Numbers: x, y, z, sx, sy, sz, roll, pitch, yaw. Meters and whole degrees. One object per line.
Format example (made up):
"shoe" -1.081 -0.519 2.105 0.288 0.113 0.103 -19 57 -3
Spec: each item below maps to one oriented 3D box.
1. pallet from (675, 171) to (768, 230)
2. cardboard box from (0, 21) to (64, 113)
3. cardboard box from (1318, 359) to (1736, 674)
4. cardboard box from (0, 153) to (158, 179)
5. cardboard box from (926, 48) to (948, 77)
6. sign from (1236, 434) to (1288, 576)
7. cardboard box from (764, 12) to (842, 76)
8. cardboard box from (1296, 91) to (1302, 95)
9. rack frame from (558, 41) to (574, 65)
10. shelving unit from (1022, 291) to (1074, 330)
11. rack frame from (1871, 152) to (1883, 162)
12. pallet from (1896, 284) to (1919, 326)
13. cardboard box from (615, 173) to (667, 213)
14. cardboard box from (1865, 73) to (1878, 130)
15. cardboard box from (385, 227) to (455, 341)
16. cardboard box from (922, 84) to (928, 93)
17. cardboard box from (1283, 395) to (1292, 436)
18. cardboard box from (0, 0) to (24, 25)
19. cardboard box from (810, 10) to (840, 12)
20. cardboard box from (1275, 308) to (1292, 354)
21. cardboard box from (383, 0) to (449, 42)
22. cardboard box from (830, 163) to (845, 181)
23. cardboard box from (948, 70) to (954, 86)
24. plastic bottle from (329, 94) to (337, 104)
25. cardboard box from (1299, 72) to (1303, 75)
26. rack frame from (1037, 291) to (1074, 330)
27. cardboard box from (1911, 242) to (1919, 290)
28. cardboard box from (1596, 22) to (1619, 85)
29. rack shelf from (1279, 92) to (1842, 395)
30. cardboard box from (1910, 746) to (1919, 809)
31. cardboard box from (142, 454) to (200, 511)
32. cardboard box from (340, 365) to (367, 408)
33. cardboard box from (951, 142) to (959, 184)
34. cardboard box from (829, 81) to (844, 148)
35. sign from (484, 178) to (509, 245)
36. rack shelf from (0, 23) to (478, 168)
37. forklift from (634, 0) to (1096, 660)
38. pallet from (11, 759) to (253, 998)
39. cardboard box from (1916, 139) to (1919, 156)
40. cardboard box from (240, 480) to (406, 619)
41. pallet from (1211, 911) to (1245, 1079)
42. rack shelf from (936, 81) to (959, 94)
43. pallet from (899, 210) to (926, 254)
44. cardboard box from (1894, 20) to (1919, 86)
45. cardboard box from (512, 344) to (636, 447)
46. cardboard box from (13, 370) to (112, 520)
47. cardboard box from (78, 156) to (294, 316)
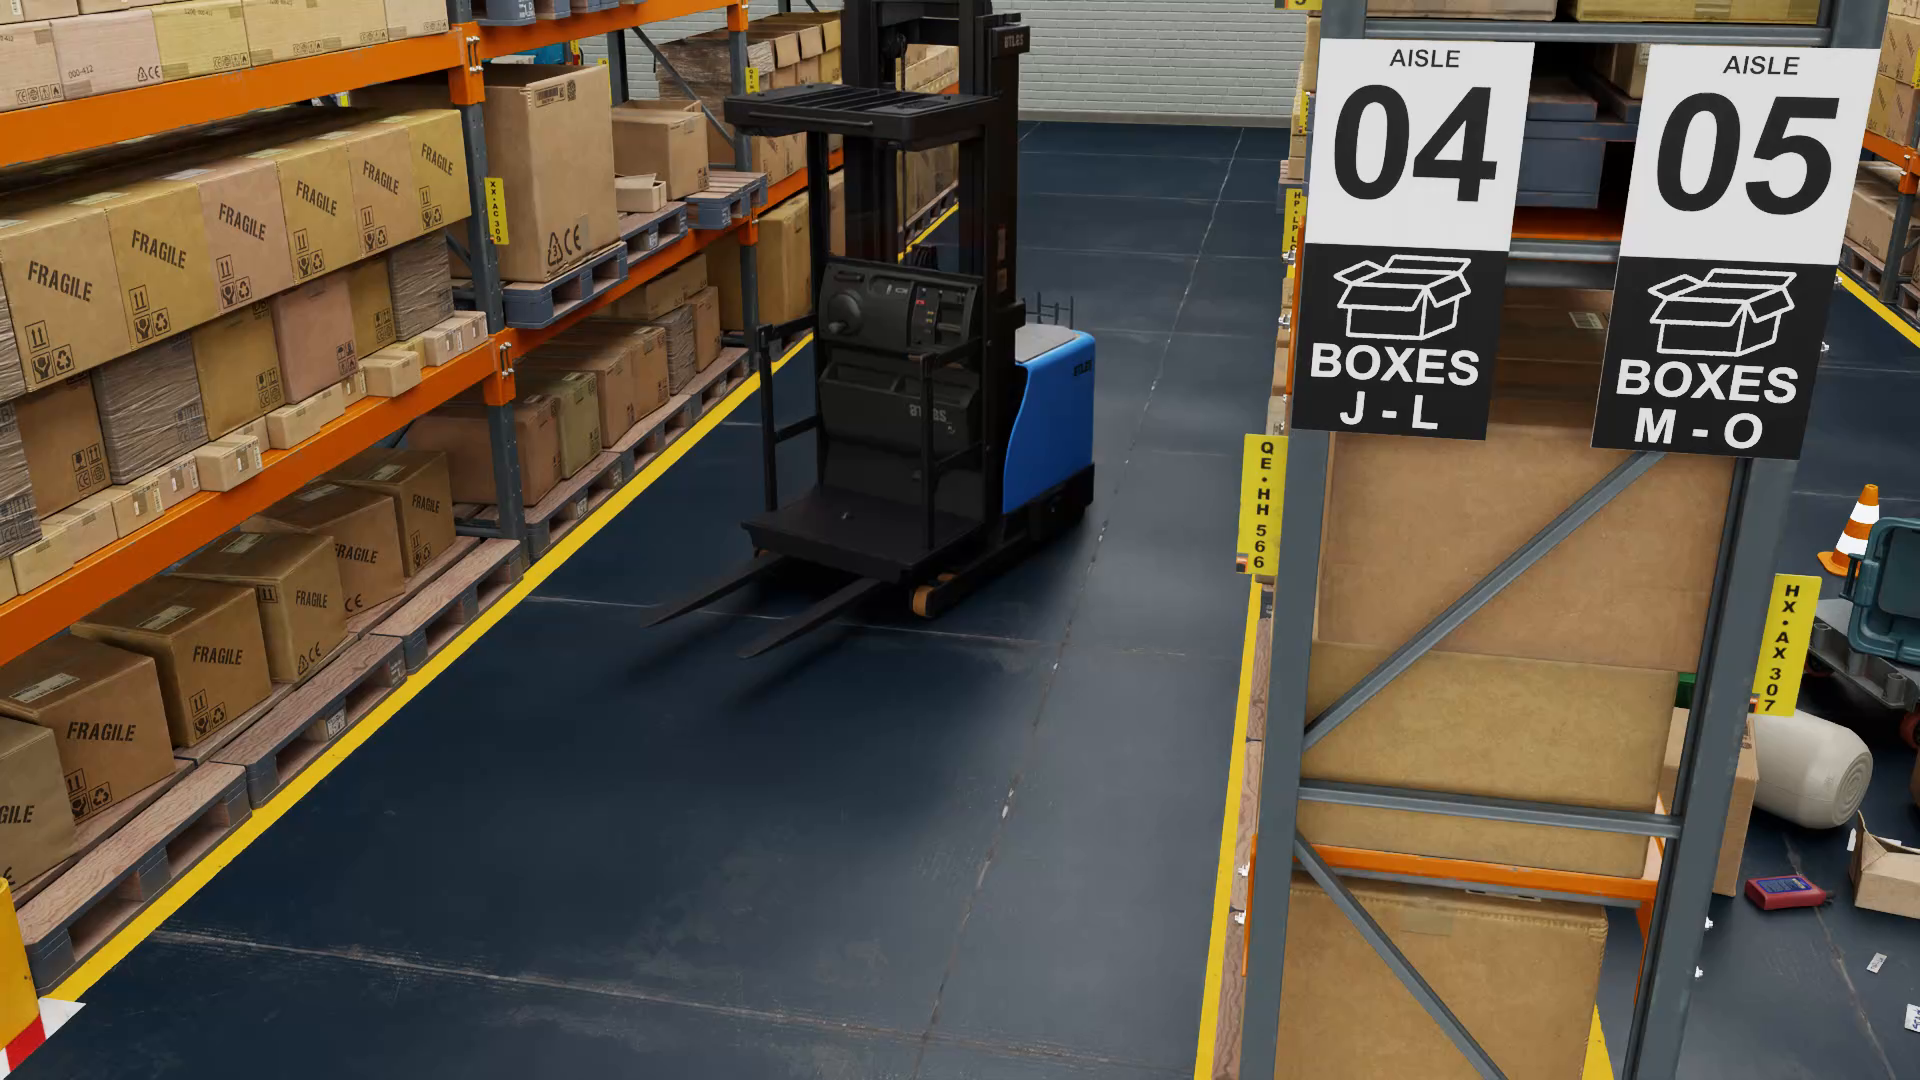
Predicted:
"pallet" -2.048 -2.365 11.466 1.213 0.211 1.003 4 22 11
"cardboard box" -3.189 -1.464 5.159 0.500 0.250 0.500 4 22 10
"cardboard box" 1.309 -0.085 3.902 0.875 0.550 0.550 4 22 11
"cardboard box" -3.458 -1.213 6.479 0.500 0.500 0.500 4 22 11
"cardboard box" -0.421 -5.147 17.922 0.500 0.250 0.500 4 22 9
"sign" 0.667 -0.075 3.657 0.100 0.325 0.005 4 22 11
"cardboard box" -1.313 -4.463 14.942 0.797 0.503 0.637 4 22 10
"cardboard box" 2.692 -3.249 12.383 0.380 0.149 0.250 4 22 11
"rack frame" -5.223 -6.026 20.300 1.000 3.000 0.127 4 22 11
"shelving unit" 0.510 -0.852 9.864 0.258 1.200 0.189 13 25 30
"rack frame" 9.327 -4.893 17.487 1.000 3.000 0.127 4 22 11
"pallet" 8.427 -1.848 13.660 1.003 0.211 1.213 4 22 11
"cardboard box" -2.083 -2.224 10.479 0.396 0.266 0.258 4 22 9
"cardboard box" 8.543 -4.039 15.233 0.500 0.500 0.500 4 22 10
"cardboard box" -2.976 -1.284 7.994 0.875 0.500 0.500 4 22 11
"cardboard box" -0.541 -4.626 17.160 0.380 0.149 0.250 5 22 12
"cardboard box" 1.633 -0.387 6.098 0.875 0.550 0.550 4 22 11
"cardboard box" -3.153 -1.670 5.136 0.380 0.149 0.250 5 23 13
"cardboard box" -1.253 -4.973 16.485 0.500 0.500 0.500 5 22 11
"cardboard box" 2.440 -0.923 10.079 1.050 0.750 0.750 5 22 12
"cardboard box" -2.661 -2.395 7.470 0.500 0.250 0.500 5 23 13
"cardboard box" -1.483 -2.832 14.652 1.225 0.875 0.875 4 22 9
"cardboard box" -0.281 -5.098 18.332 0.380 0.149 0.250 5 22 12
"plastic bottle" -5.945 -4.111 15.612 0.144 0.351 0.185 4 22 11
"cardboard box" 2.954 -3.728 13.573 0.380 0.149 0.250 4 22 10
"rack frame" 0.559 -0.881 9.935 0.240 1.200 0.006 13 25 30
"cardboard box" 8.462 -2.406 13.595 0.875 0.875 0.875 5 23 13
"cardboard box" 1.631 -1.092 3.674 0.380 0.149 0.250 5 22 11
"rack shelf" 1.604 -1.171 5.193 1.077 0.370 4.000 4 22 11
"cardboard box" 4.125 0.876 6.323 0.797 0.637 0.503 4 22 11
"cardboard box" -3.099 -0.224 6.230 0.380 0.149 0.250 4 22 11
"cardboard box" -2.872 -0.683 7.370 0.380 0.149 0.250 4 22 11
"cardboard box" -0.427 -4.617 19.085 0.875 0.875 0.875 4 22 11
"cardboard box" -1.227 -3.668 14.311 0.500 0.500 0.500 4 22 10
"sign" -2.291 -1.622 8.208 0.100 0.325 0.005 4 22 11
"rack shelf" -3.231 -1.586 6.223 1.077 0.370 4.000 4 22 11
"forklift" -0.434 -1.166 8.325 1.130 2.935 3.031 13 26 30
"pallet" -3.424 1.175 6.154 1.003 0.211 1.213 4 22 11
"cardboard box" 8.162 -3.219 13.533 0.500 0.250 0.500 4 22 10
"cardboard box" -3.054 0.059 7.977 0.500 0.500 0.500 12 25 28
"pallet" 1.282 1.614 5.064 1.003 0.211 1.213 4 22 11
"rack shelf" -0.783 -4.583 17.681 1.077 0.370 4.000 4 22 11
"pallet" -0.959 -3.164 16.927 1.003 0.211 1.213 4 22 11
"cardboard box" 8.337 -4.134 14.130 0.500 0.500 0.500 4 22 10
"cardboard box" -2.447 -0.905 10.341 0.700 0.500 0.500 3 22 6
"cardboard box" -3.516 -0.372 5.730 0.875 0.500 0.500 4 22 11
"cardboard box" -2.955 -1.174 6.382 0.500 0.500 0.500 4 22 11
